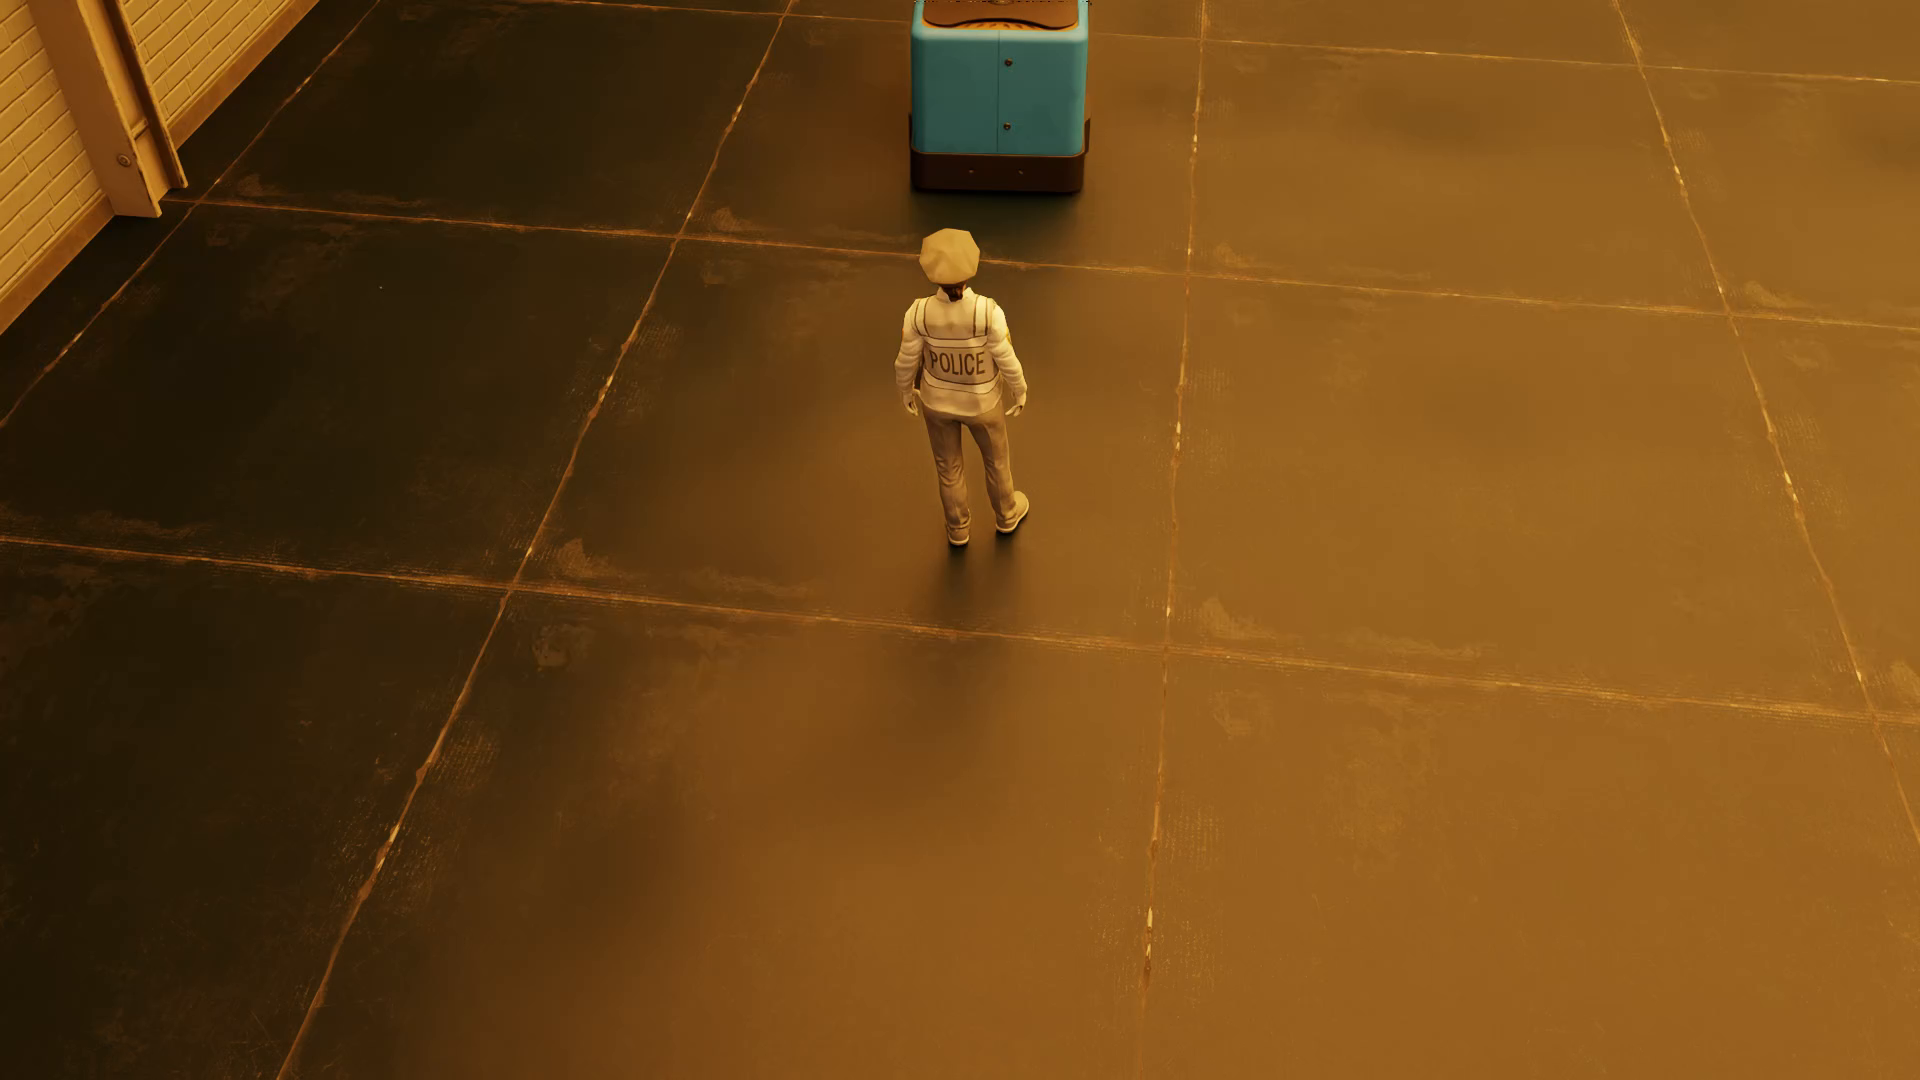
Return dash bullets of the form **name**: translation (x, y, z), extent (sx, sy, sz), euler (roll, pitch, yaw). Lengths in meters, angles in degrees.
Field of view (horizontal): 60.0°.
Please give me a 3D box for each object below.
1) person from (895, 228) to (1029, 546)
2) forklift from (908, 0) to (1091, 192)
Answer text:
- **person**: translation (0.016, -0.675, 7.362), extent (0.586, 1.694, 0.530), euler (5, 43, 6)
- **forklift**: translation (0.293, -4.170, 10.264), extent (1.130, 2.935, 3.031), euler (2, 43, 2)
